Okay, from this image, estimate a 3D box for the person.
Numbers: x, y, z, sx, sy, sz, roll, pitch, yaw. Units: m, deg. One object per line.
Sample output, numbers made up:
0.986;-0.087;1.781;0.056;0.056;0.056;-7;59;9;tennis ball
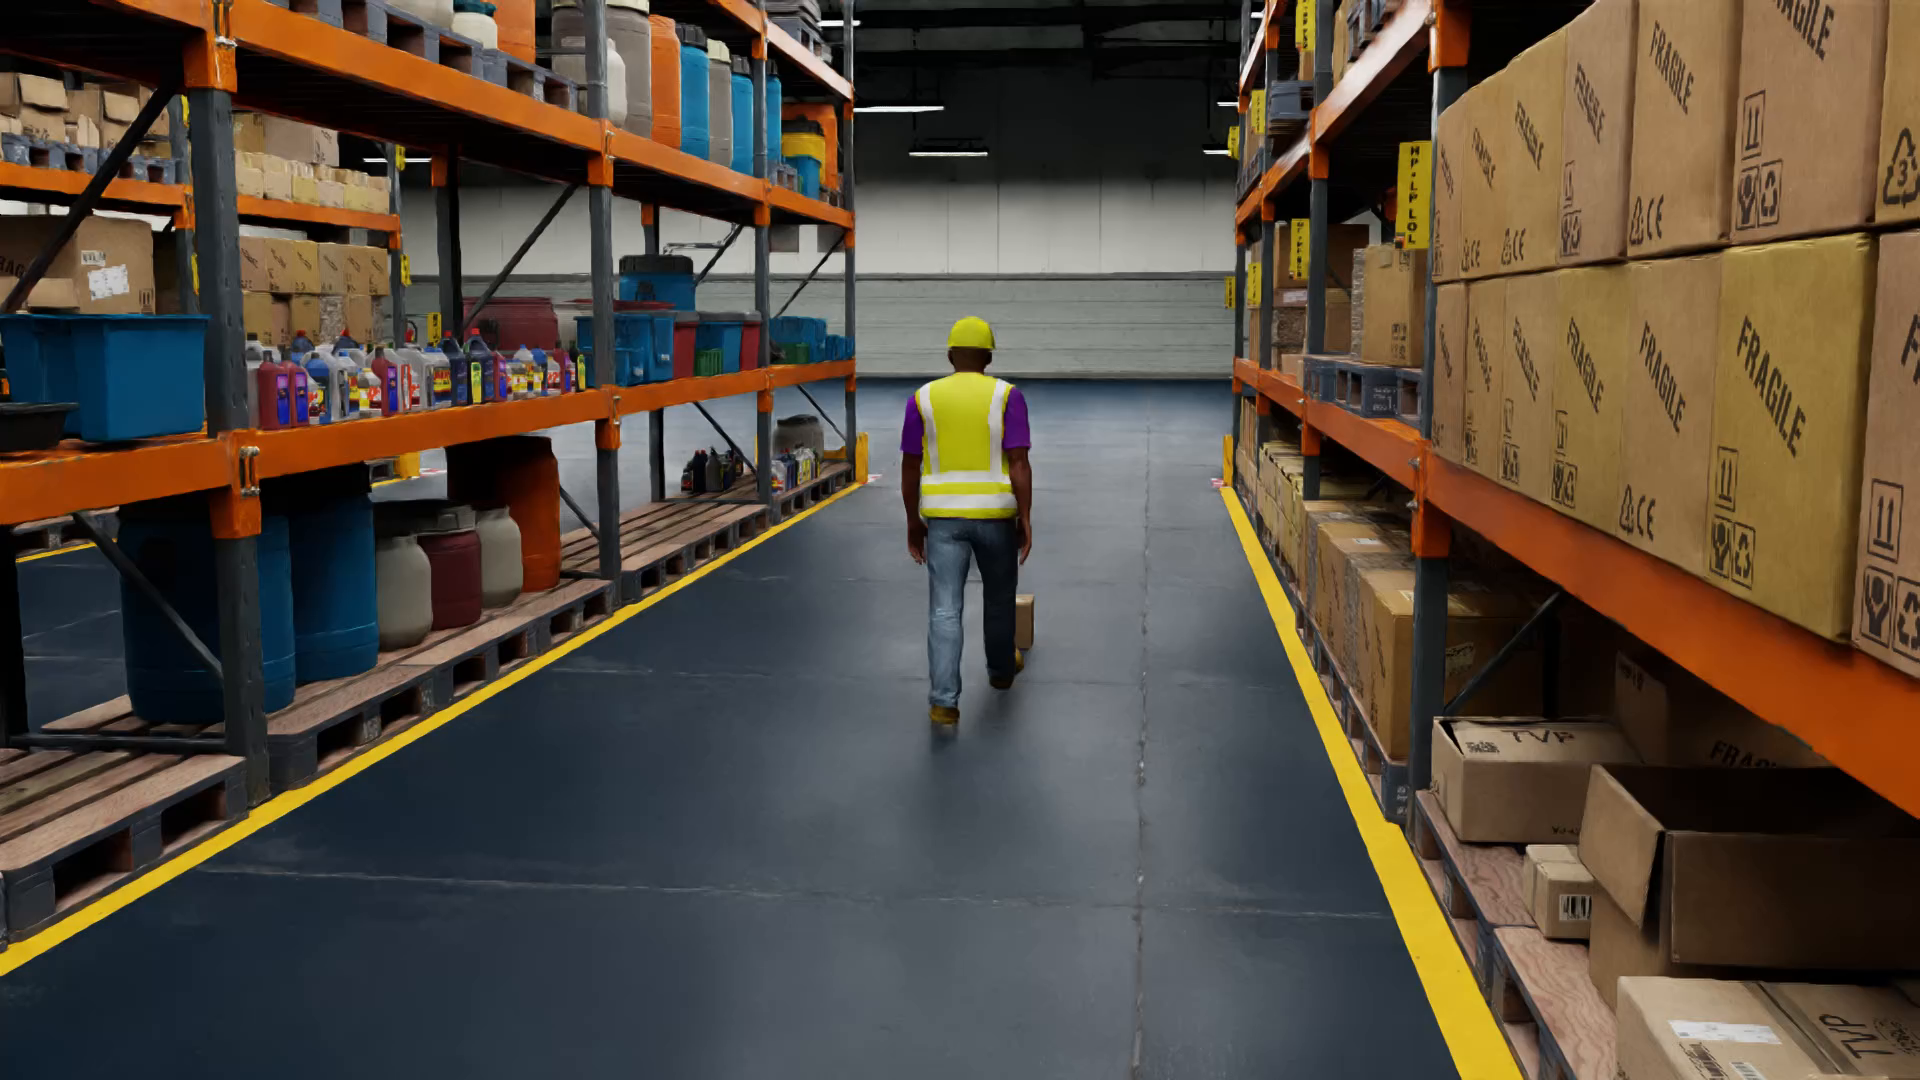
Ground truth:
0.033;-0.105;7.224;0.580;1.652;1.124;1;8;5;person
